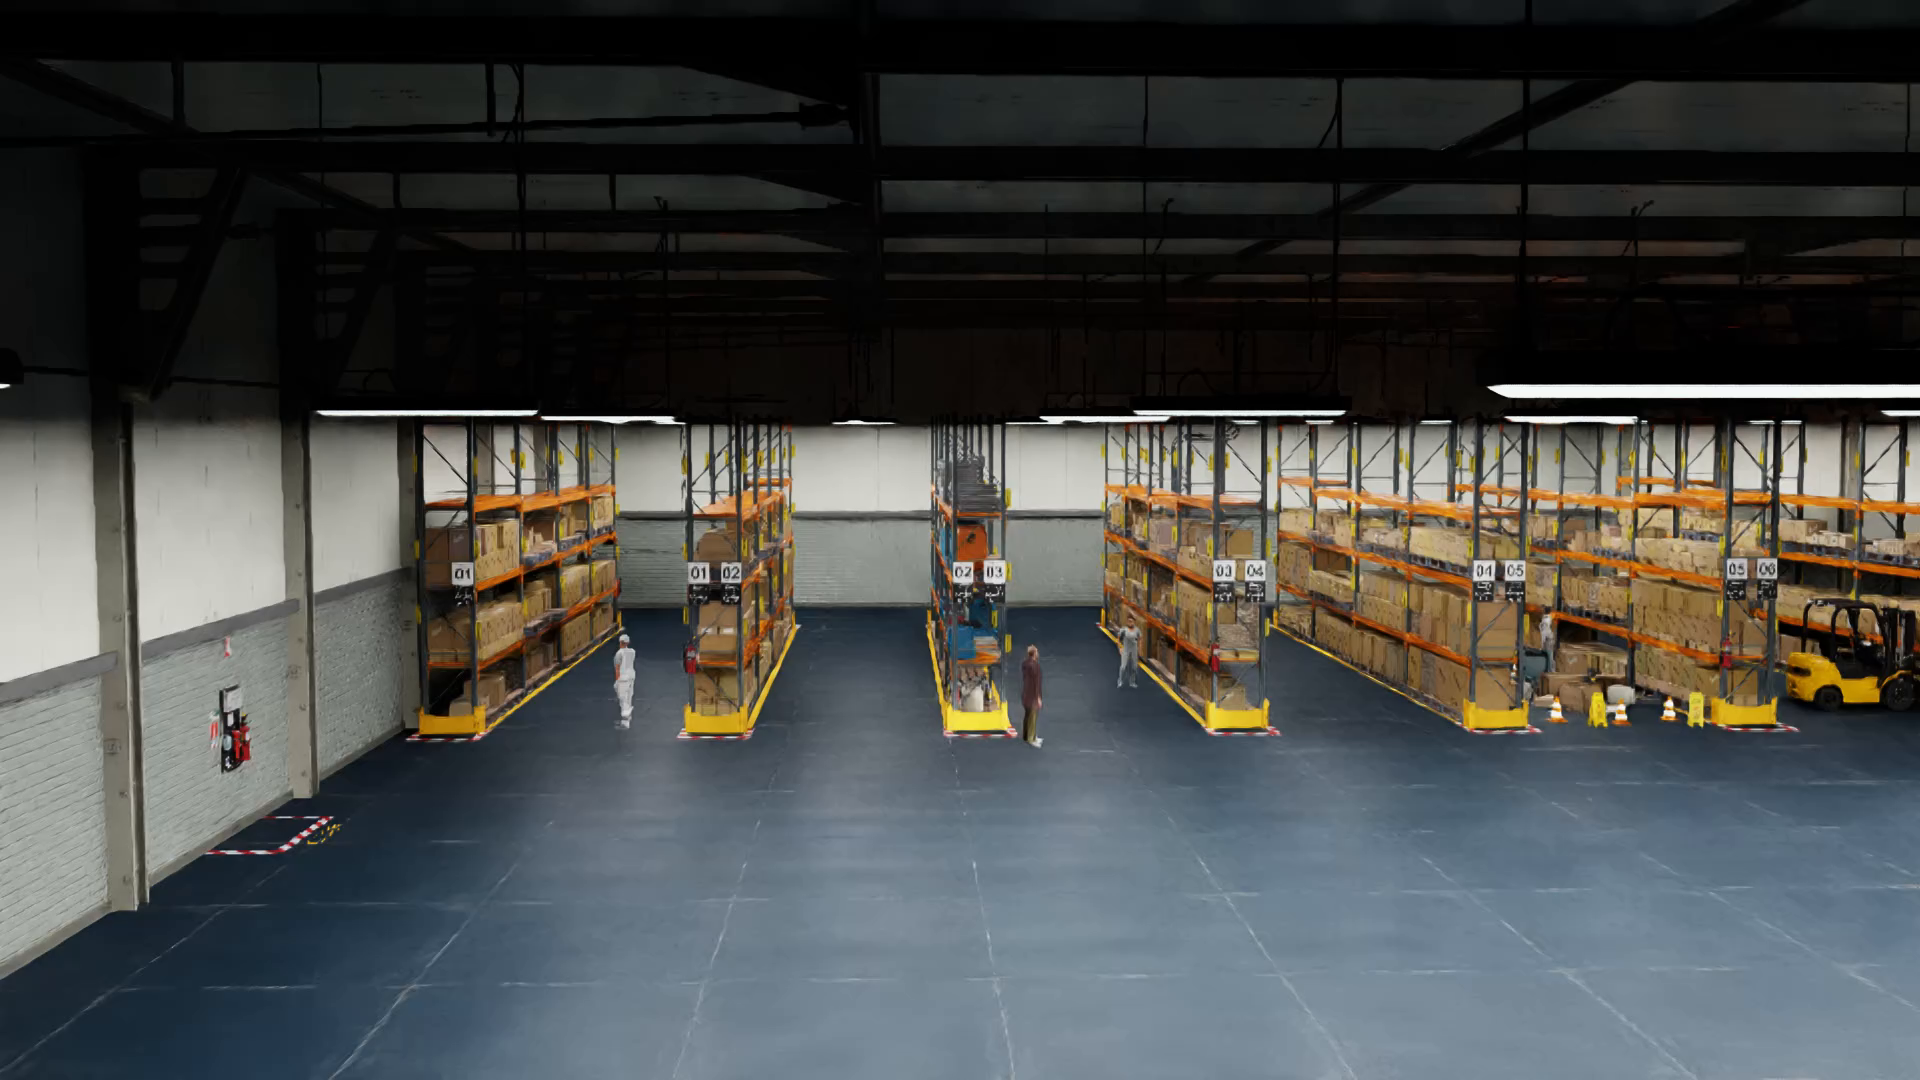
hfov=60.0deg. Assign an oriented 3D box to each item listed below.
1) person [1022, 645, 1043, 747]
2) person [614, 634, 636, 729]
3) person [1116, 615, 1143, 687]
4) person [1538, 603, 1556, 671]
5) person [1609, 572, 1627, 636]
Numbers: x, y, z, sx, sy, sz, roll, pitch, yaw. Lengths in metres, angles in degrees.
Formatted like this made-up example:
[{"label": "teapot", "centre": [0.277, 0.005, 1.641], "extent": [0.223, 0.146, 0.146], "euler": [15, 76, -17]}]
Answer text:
[{"label": "person", "centre": [1.322, 2.782, 29.877], "extent": [0.420, 1.791, 0.657], "euler": [-1, 4, -15]}, {"label": "person", "centre": [-6.410, 2.665, 31.551], "extent": [0.494, 1.786, 0.606], "euler": [2, 4, 29]}, {"label": "person", "centre": [3.724, 2.436, 36.516], "extent": [0.580, 1.619, 0.507], "euler": [0, 4, -3]}, {"label": "person", "centre": [13.390, 2.293, 38.052], "extent": [0.538, 1.653, 0.572], "euler": [2, 4, 22]}, {"label": "person", "centre": [18.011, 1.749, 45.261], "extent": [0.580, 1.764, 0.692], "euler": [1, 4, 9]}]
